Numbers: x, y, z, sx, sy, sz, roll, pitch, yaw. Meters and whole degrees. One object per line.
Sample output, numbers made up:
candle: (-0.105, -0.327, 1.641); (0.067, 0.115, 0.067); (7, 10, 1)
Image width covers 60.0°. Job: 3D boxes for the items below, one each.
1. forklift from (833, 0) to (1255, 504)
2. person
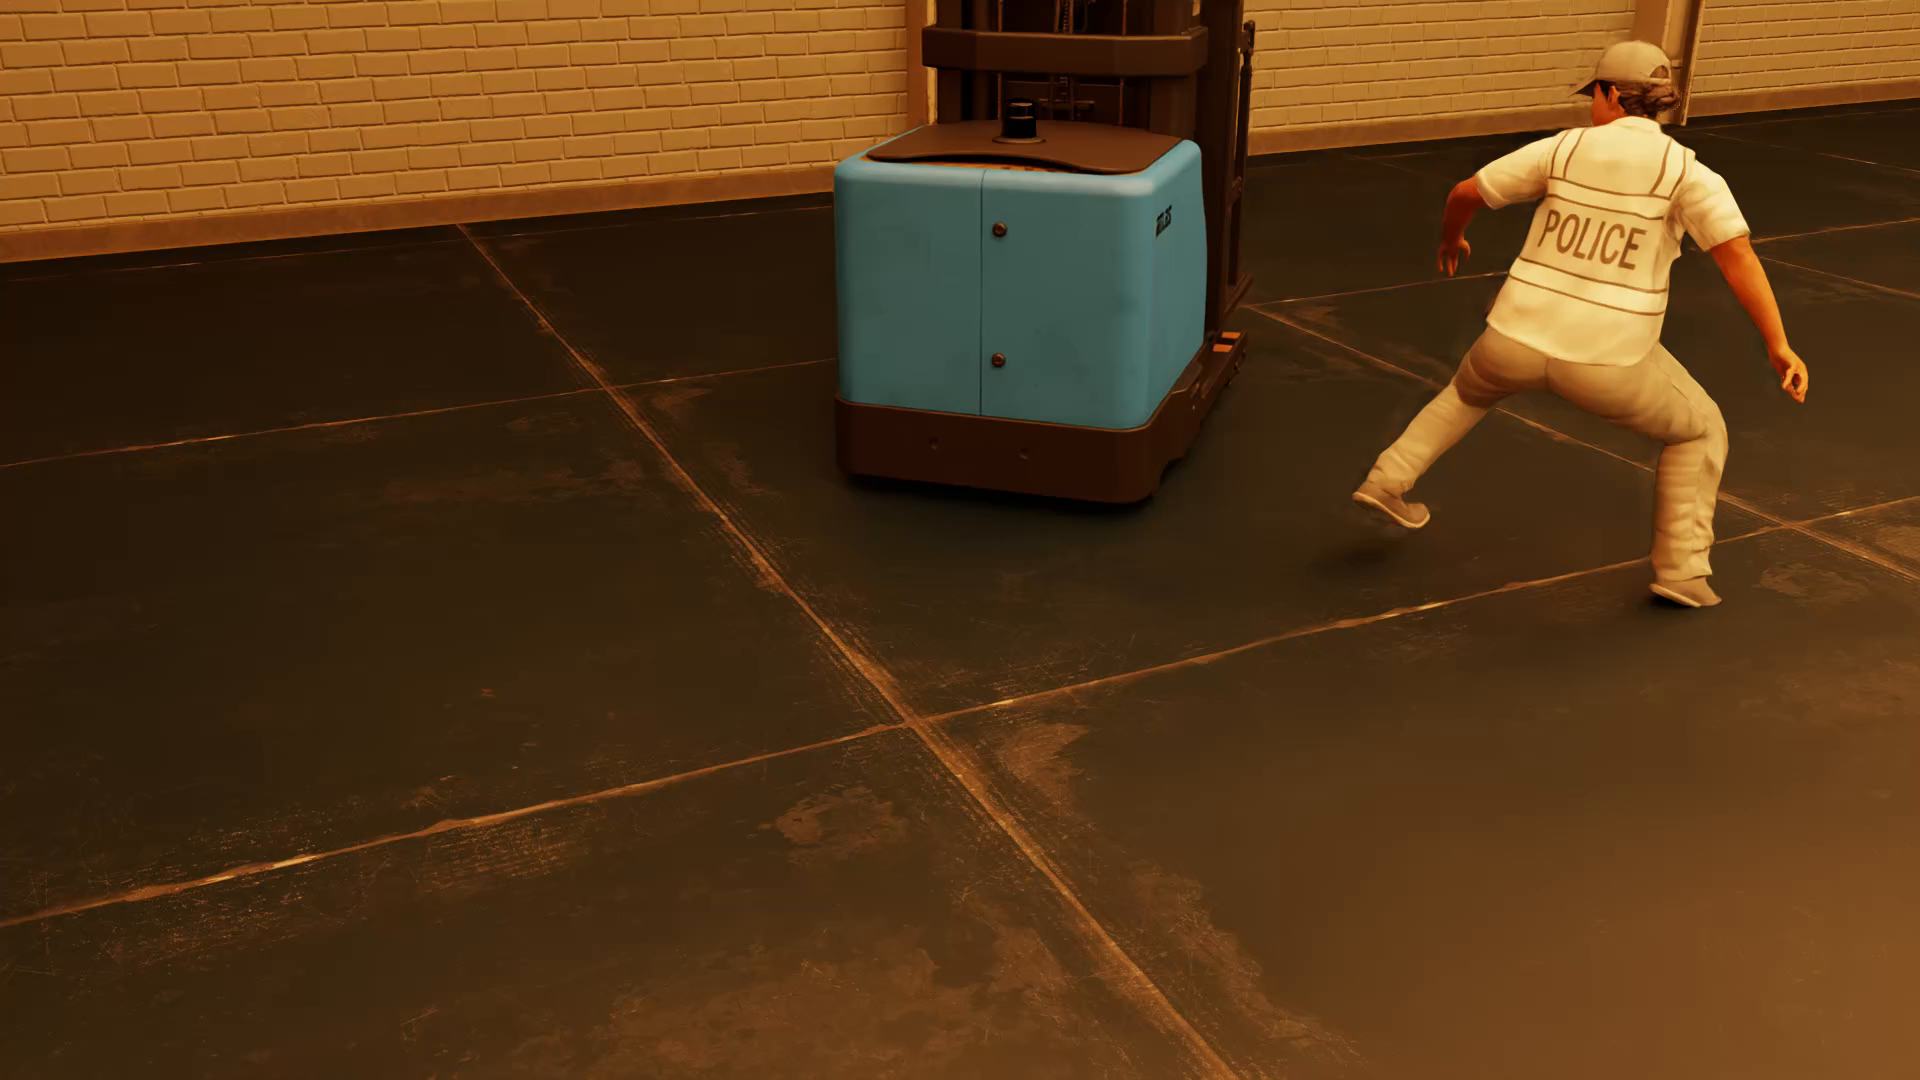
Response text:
forklift: (0.535, -2.003, 6.109); (1.130, 2.935, 3.031); (7, 24, 17)
person: (1.736, -0.541, 4.552); (1.133, 1.575, 0.507); (16, 28, 34)
